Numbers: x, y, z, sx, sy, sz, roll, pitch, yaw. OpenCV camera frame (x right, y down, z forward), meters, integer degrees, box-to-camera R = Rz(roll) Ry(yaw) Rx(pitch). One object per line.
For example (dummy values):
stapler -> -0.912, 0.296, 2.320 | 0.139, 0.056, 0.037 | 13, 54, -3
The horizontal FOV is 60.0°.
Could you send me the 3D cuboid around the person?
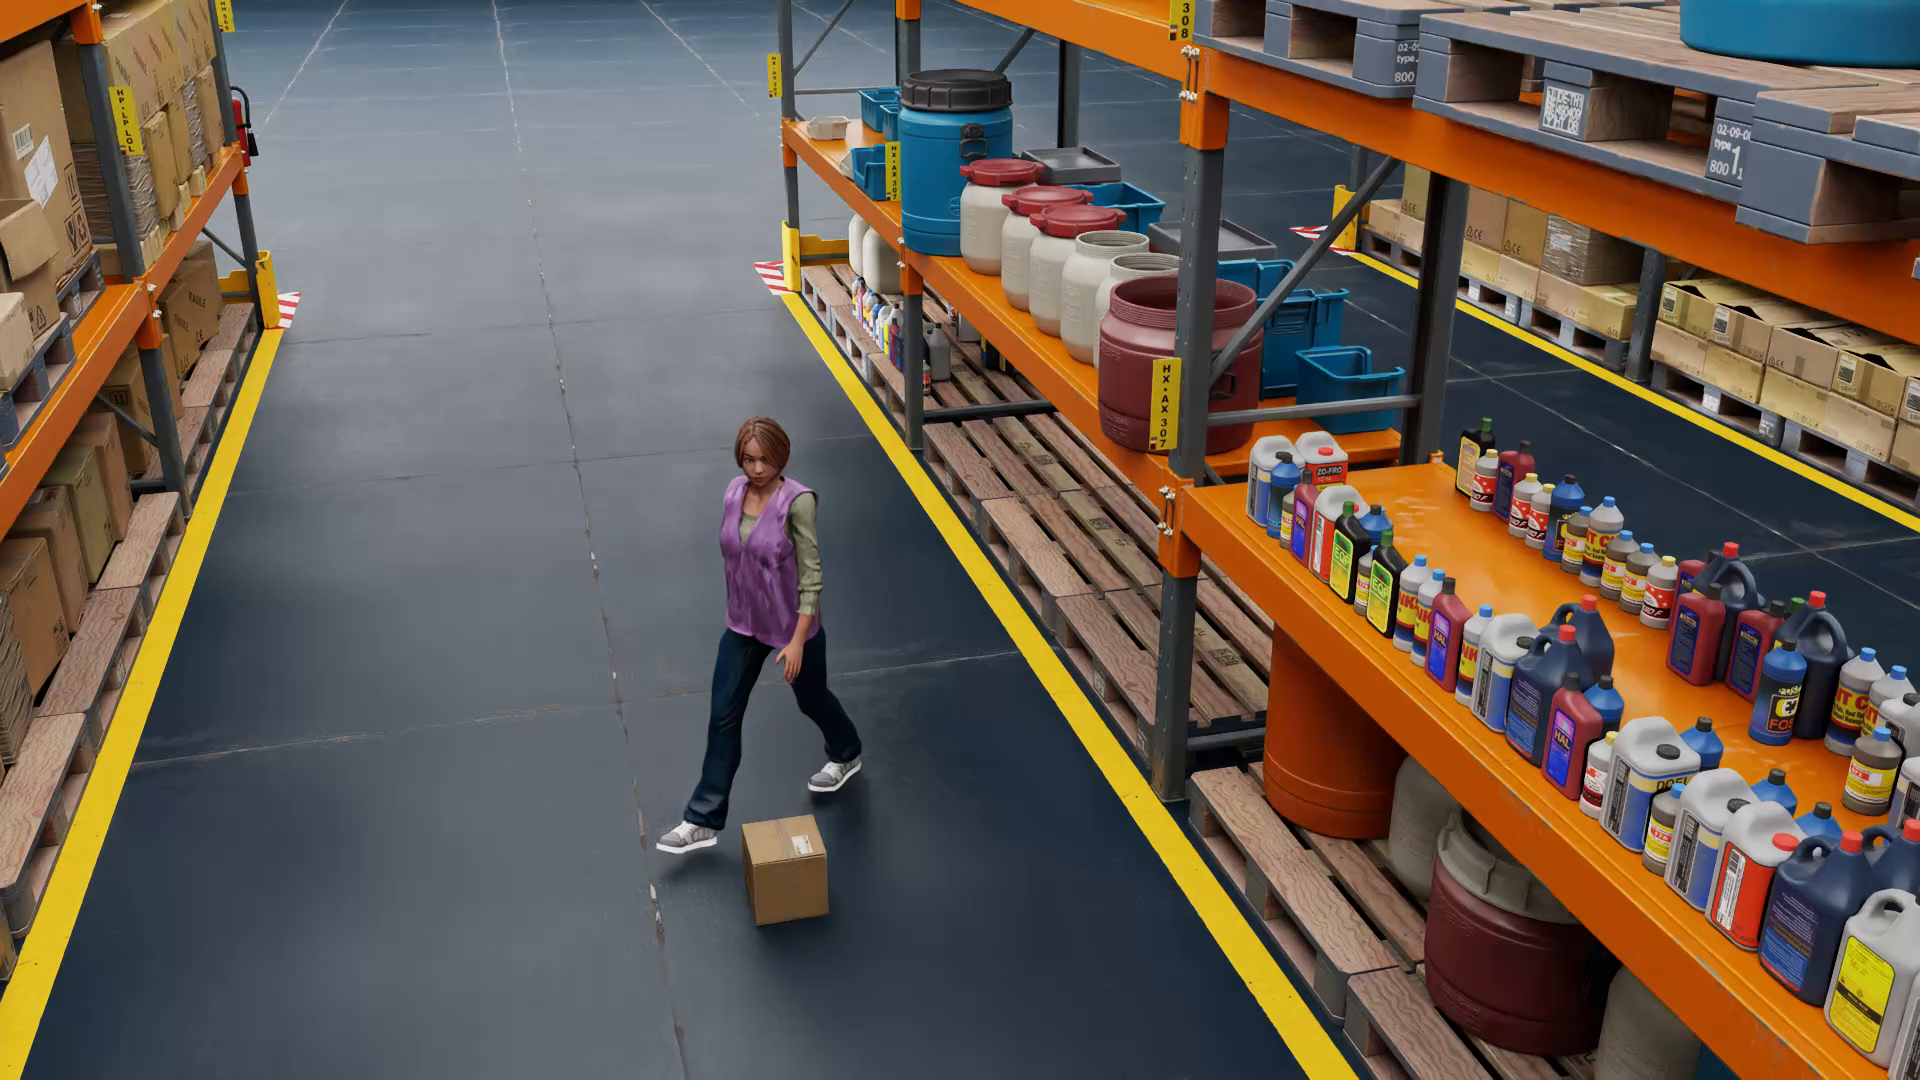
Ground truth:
person -> -0.703, 0.332, 5.873 | 0.444, 1.530, 0.949 | 11, 26, 24
